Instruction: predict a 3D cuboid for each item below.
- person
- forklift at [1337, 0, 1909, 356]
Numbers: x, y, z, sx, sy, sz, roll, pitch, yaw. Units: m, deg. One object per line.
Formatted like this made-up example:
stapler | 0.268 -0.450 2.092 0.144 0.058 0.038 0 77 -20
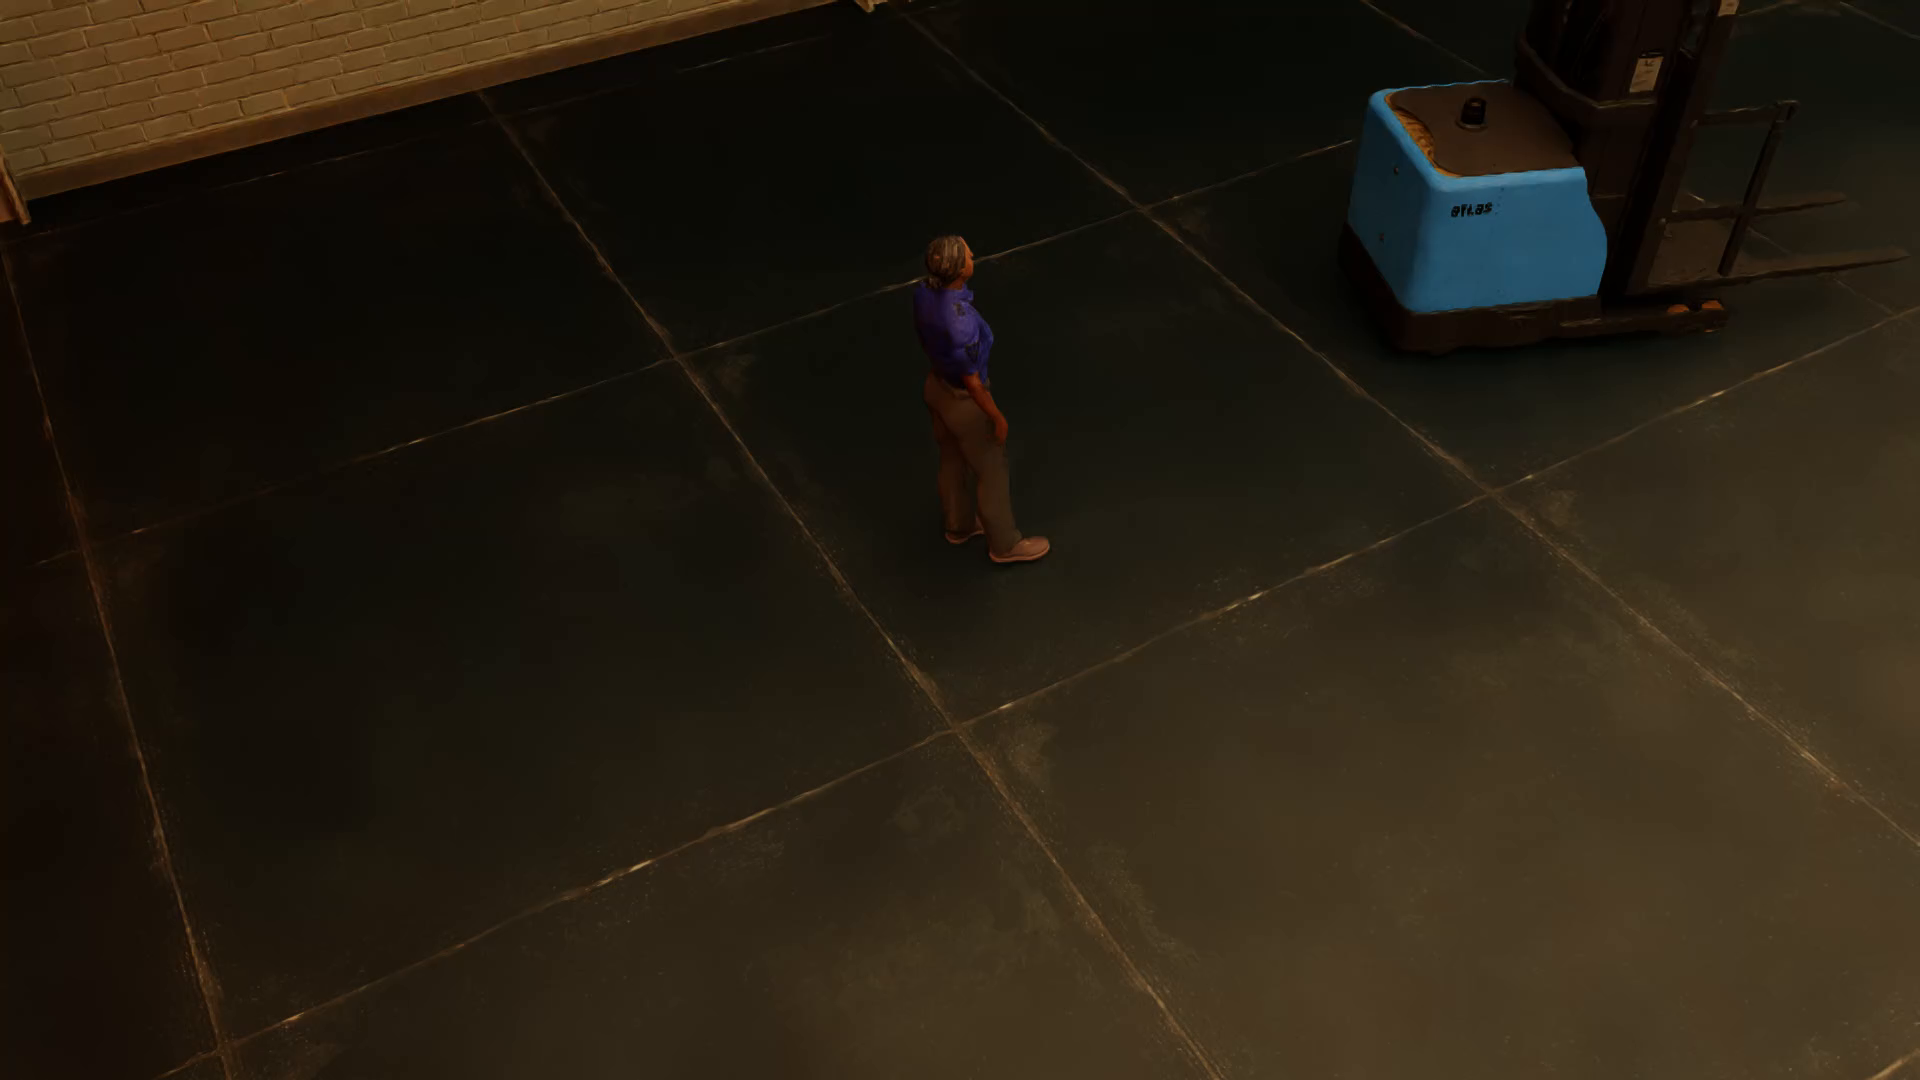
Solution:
person | 0.086 -0.621 7.314 0.503 1.629 0.570 -21 47 -21
forklift | 3.725 -2.539 8.435 3.031 2.935 1.130 -7 43 -7
